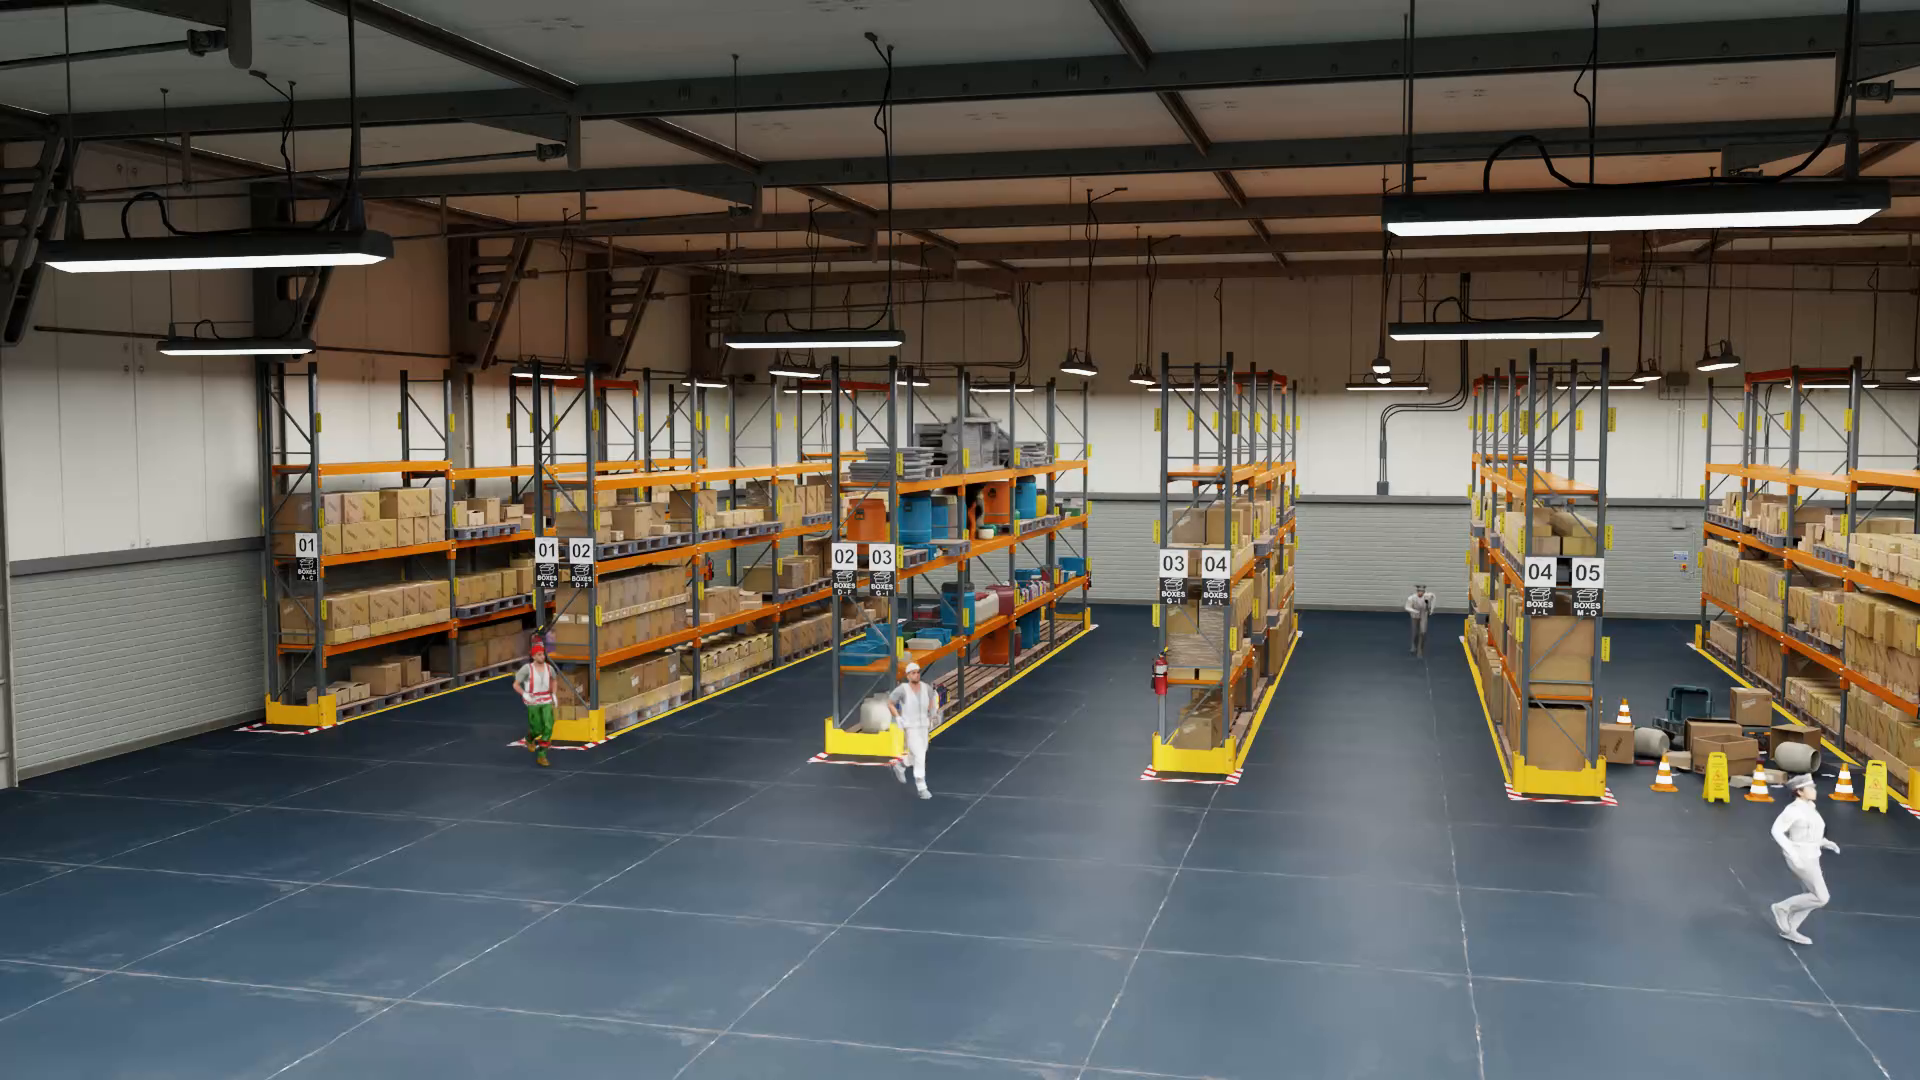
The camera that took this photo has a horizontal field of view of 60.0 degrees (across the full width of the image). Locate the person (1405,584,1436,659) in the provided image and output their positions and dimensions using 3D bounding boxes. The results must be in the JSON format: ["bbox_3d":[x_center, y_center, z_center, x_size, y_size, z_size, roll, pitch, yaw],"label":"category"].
[{"bbox_3d":[9.867,1.728,35.708,0.655,1.622,0.951,1,4,8],"label":"person"}]

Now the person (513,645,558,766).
[{"bbox_3d":[-6.223,2.416,24.489,0.697,1.760,0.665,-3,5,-36],"label":"person"}]

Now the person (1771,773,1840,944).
[{"bbox_3d":[8.125,3.057,15.948,0.540,1.650,0.608,4,6,45],"label":"person"}]

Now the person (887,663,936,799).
[{"bbox_3d":[-0.618,2.539,22.423,0.642,1.789,0.885,-3,5,-35],"label":"person"}]

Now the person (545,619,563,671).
[{"bbox_3d":[-7.201,2.160,29.421,0.507,1.552,0.512,1,4,9],"label":"person"}]
